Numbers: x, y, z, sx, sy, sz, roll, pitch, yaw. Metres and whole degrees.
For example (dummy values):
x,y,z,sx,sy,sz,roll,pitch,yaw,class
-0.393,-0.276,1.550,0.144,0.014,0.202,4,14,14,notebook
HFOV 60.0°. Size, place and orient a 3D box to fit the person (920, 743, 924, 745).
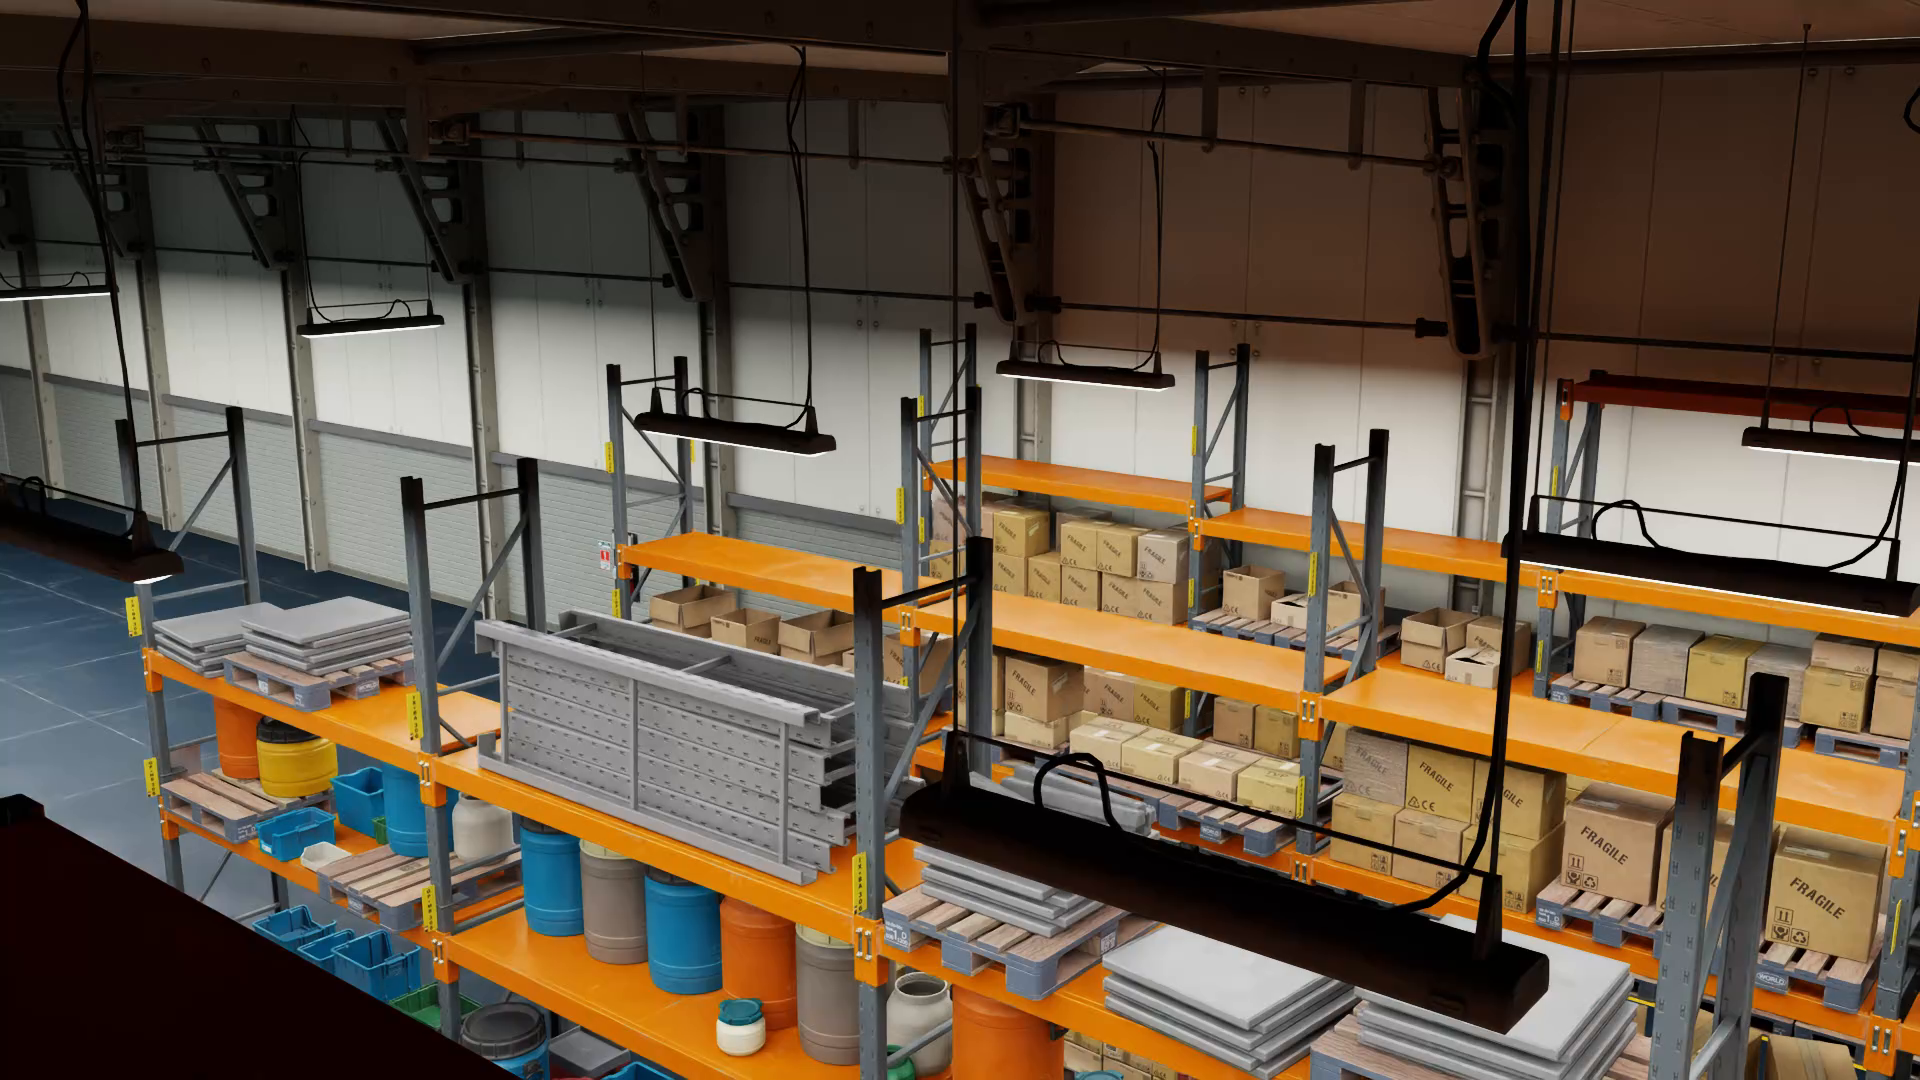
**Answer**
x,y,z,sx,sy,sz,roll,pitch,yaw,class
-0.638,2.807,19.857,0.687,1.786,0.581,3,13,15,person
